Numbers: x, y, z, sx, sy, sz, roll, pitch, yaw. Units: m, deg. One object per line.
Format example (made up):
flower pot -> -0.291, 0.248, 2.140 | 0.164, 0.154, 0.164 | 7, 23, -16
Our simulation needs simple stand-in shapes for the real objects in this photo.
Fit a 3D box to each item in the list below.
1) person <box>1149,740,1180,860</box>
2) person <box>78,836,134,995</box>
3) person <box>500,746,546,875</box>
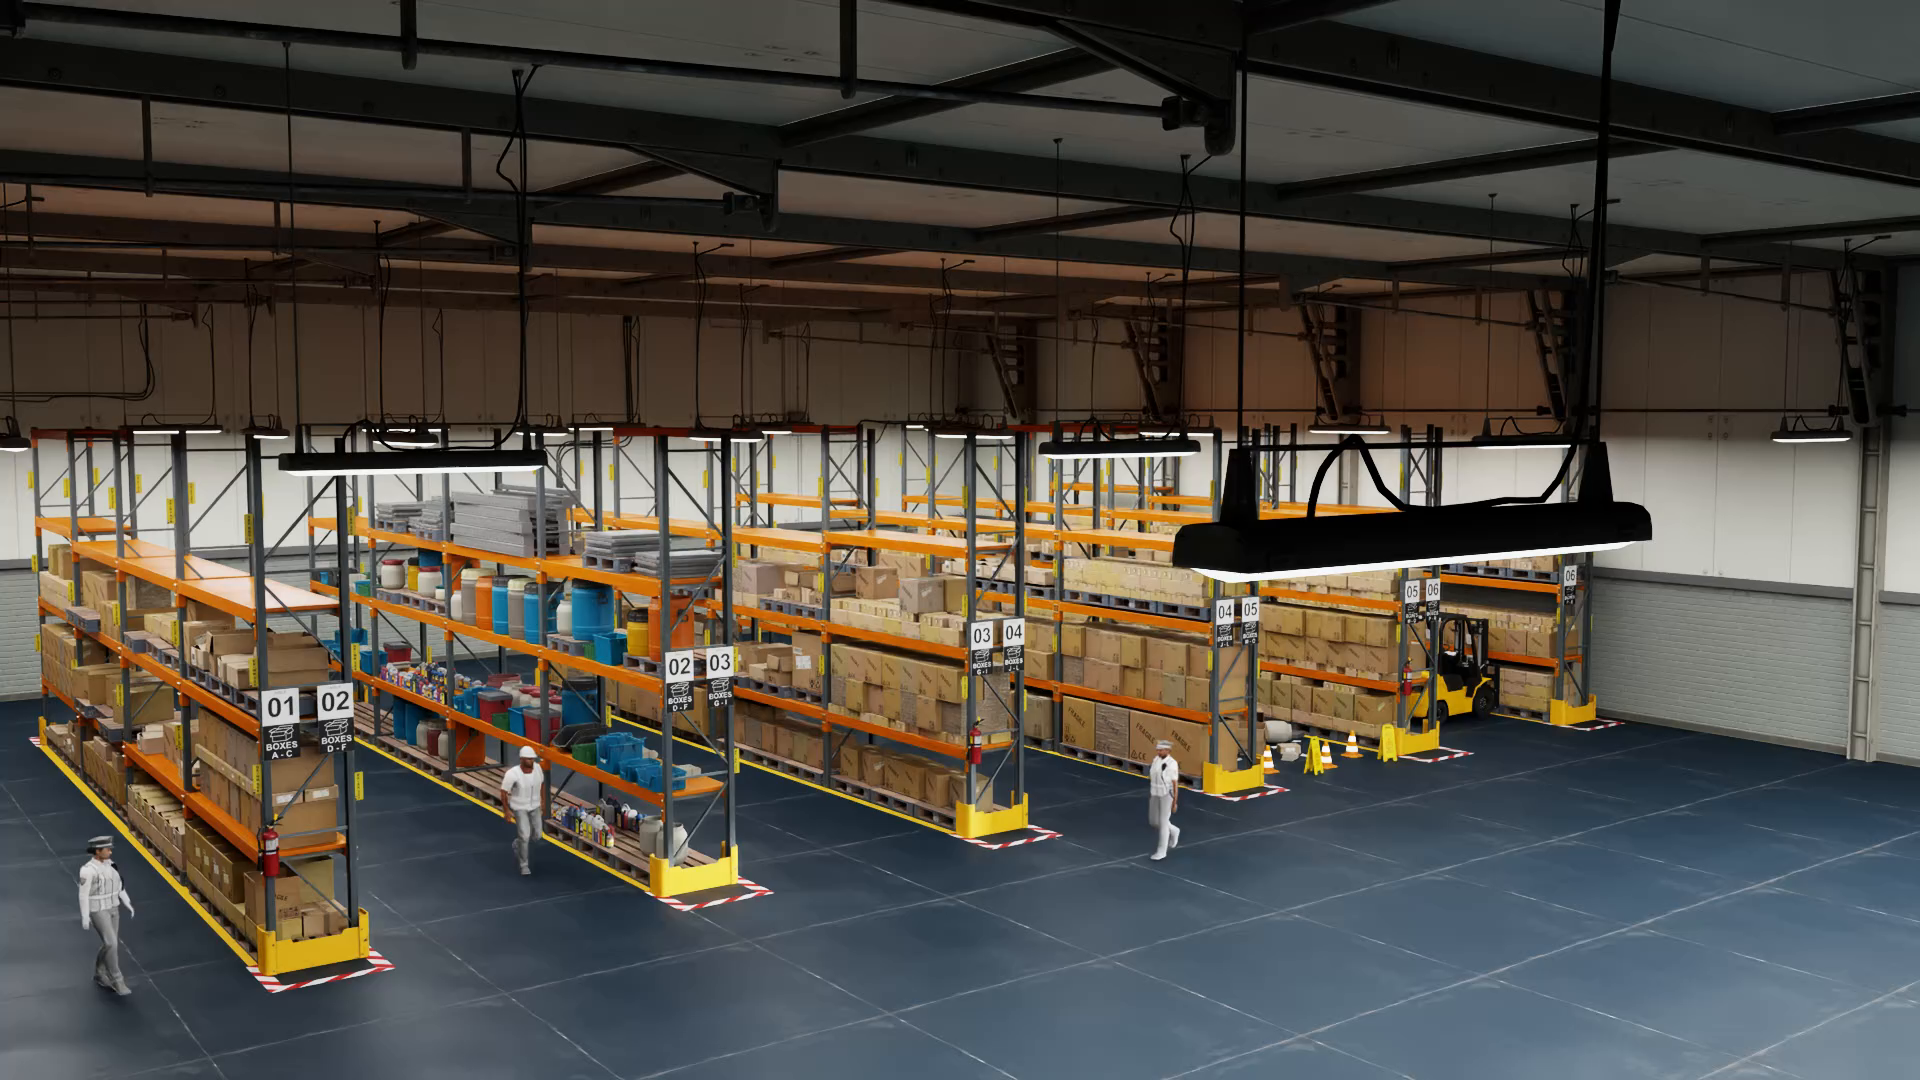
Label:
person -> 2.900, 3.640, 23.598 | 0.748, 1.662, 0.481 | -4, 6, -41
person -> -9.274, 4.090, 18.184 | 0.629, 1.699, 0.511 | 1, 5, 10
person -> -6.016, 3.674, 22.839 | 0.656, 1.744, 0.659 | 4, 6, 43
